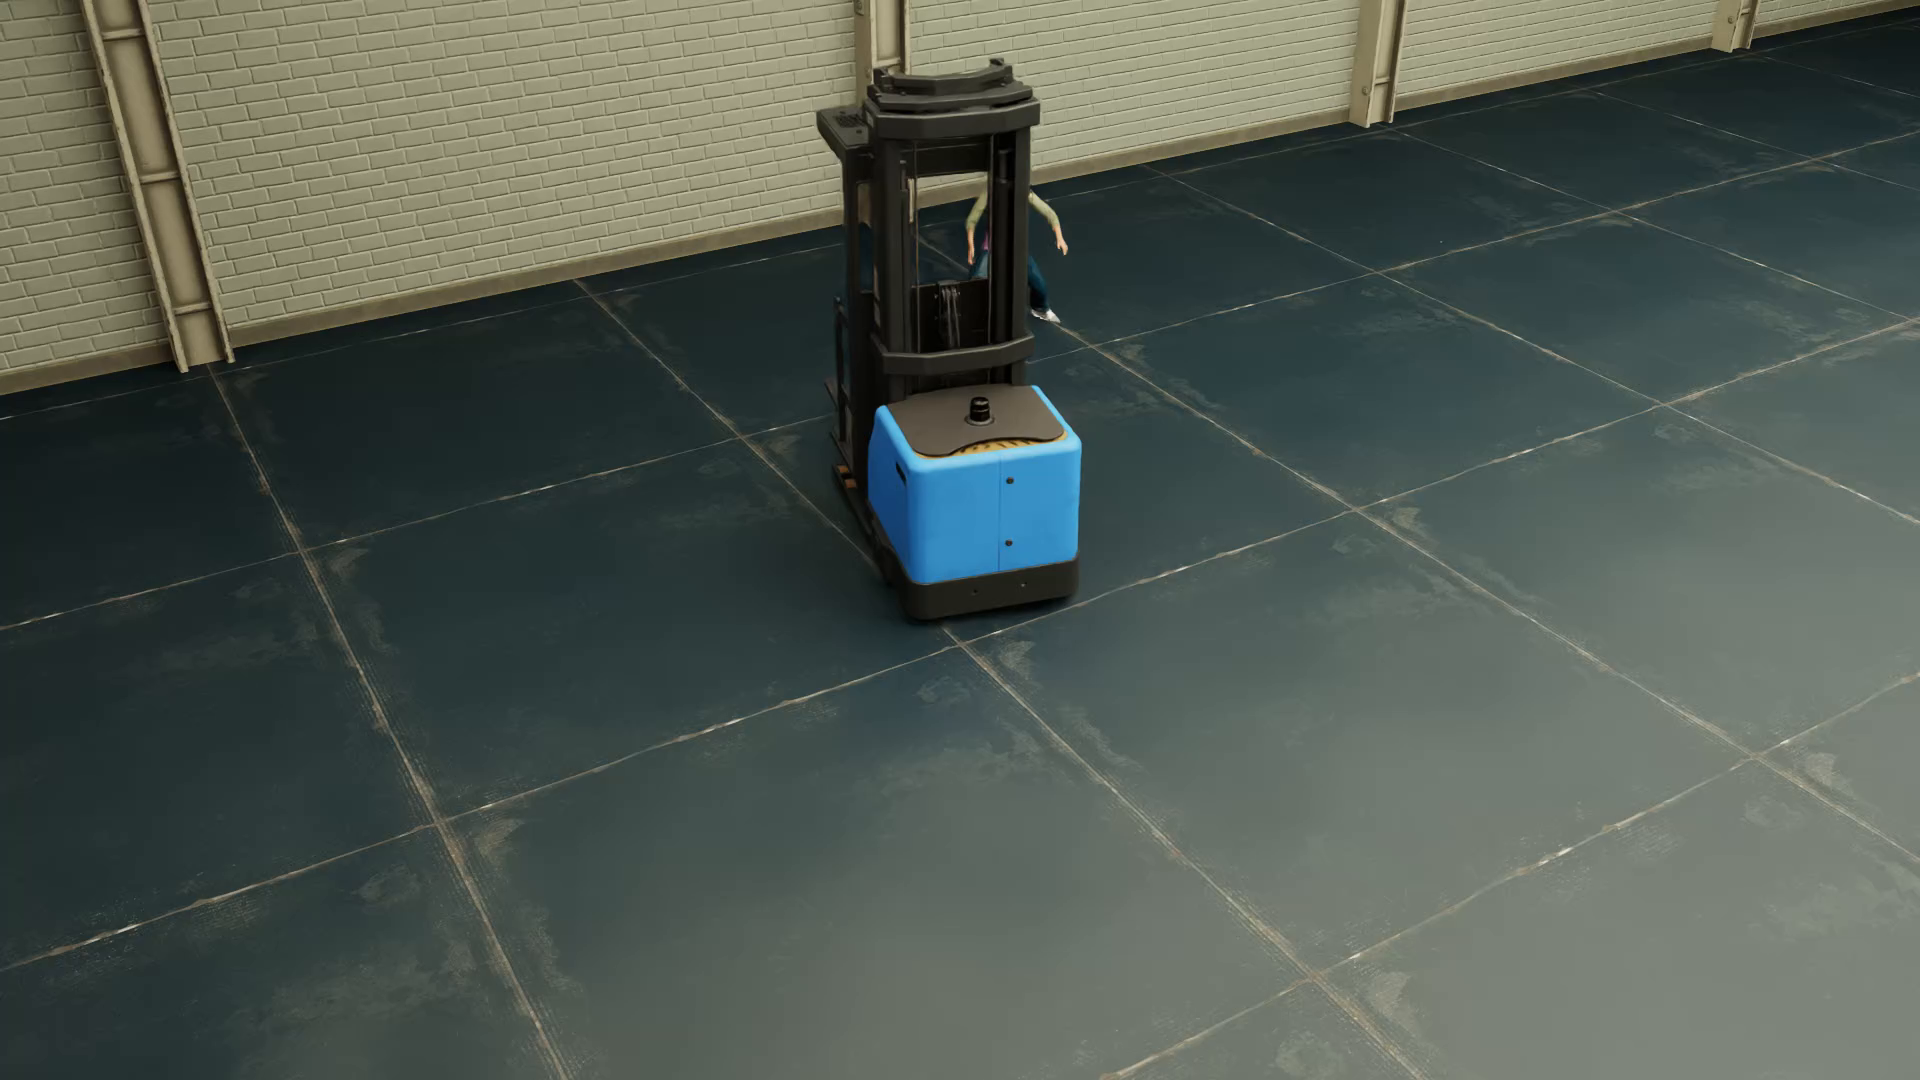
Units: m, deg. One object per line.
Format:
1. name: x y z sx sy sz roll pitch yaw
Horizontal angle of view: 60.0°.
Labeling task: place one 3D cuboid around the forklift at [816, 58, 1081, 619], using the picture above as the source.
1. forklift: -0.216 -1.545 10.228 1.130 2.935 3.031 -9 32 -15

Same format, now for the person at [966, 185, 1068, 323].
1. person: 0.382 -2.225 12.859 0.876 1.459 0.835 0 31 -1
